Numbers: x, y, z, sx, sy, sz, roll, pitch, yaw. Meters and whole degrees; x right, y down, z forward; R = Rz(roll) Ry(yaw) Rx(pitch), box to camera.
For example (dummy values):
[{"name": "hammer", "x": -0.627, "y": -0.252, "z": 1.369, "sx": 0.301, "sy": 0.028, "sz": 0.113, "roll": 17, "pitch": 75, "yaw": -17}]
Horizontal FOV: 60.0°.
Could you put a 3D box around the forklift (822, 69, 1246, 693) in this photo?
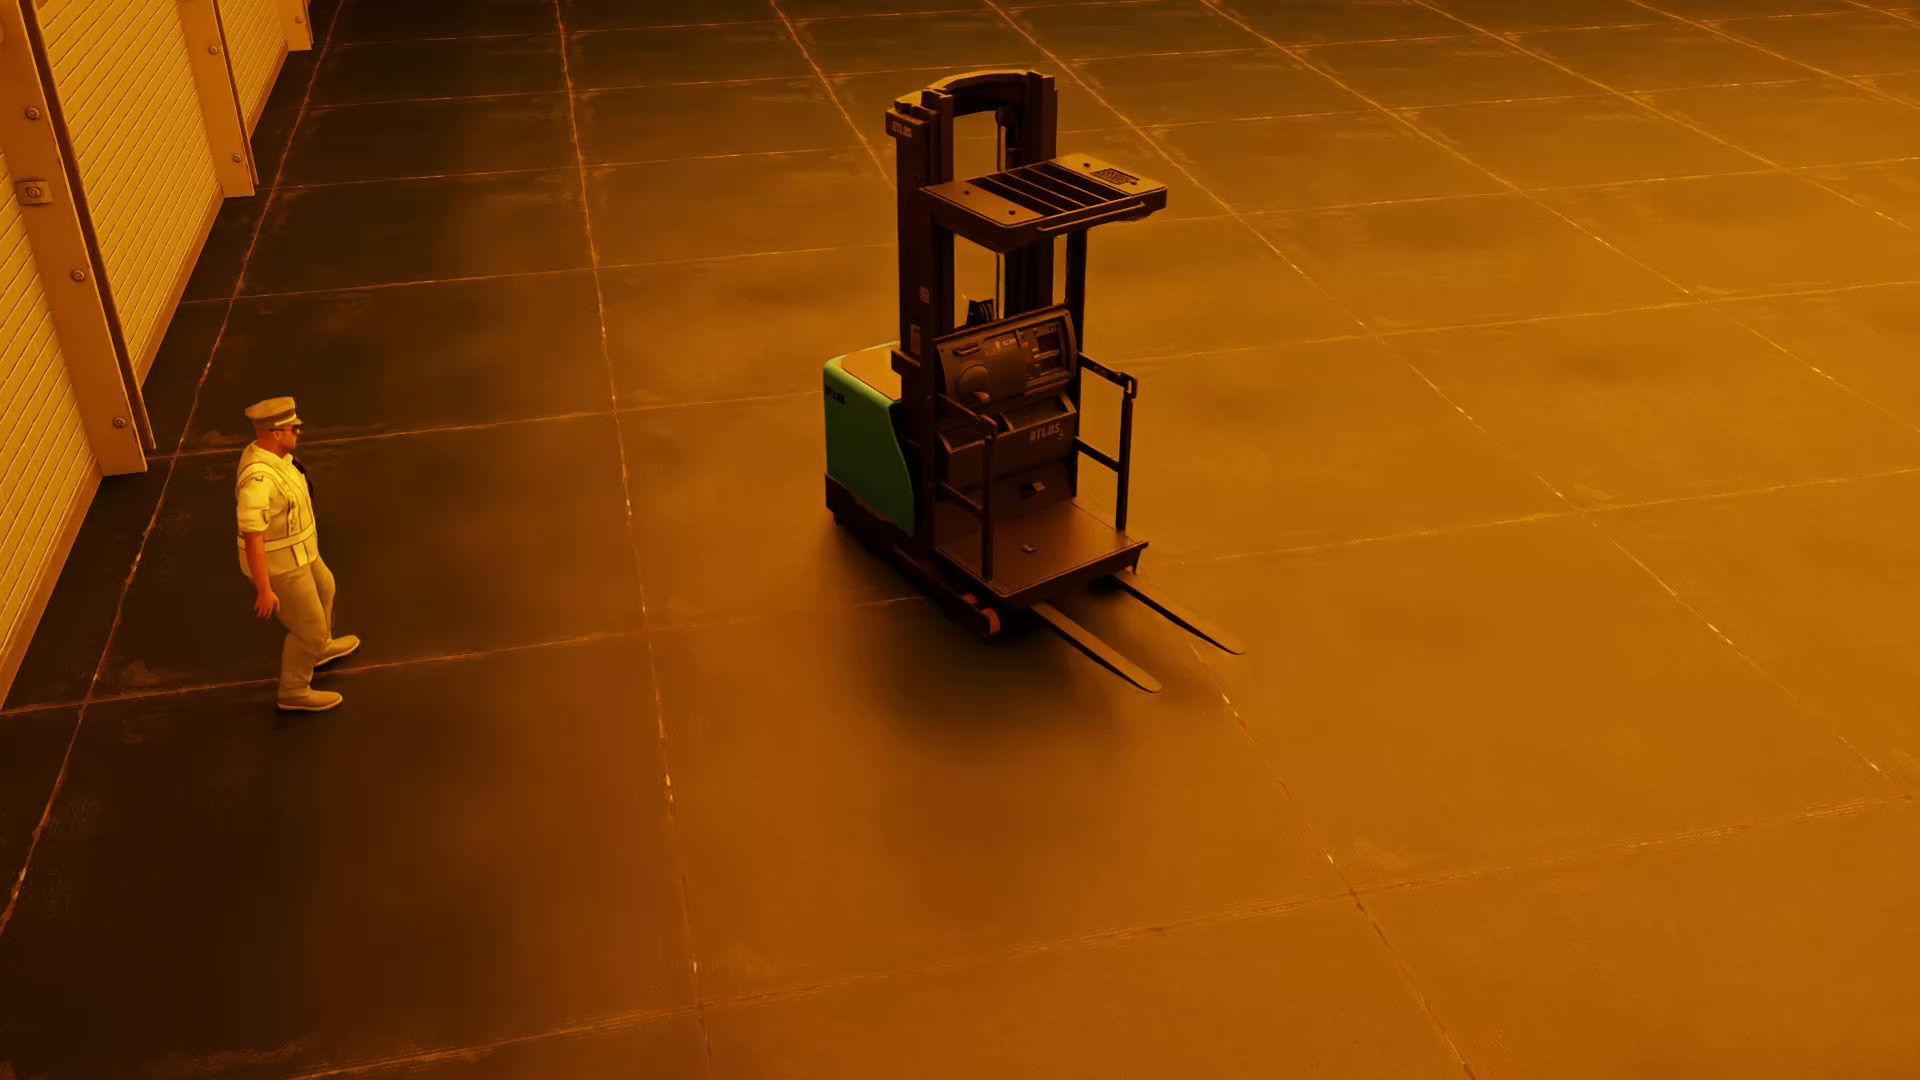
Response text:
[{"name": "forklift", "x": 0.399, "y": -0.990, "z": 9.285, "sx": 1.130, "sy": 2.935, "sz": 3.031, "roll": -20, "pitch": 35, "yaw": -30}]
